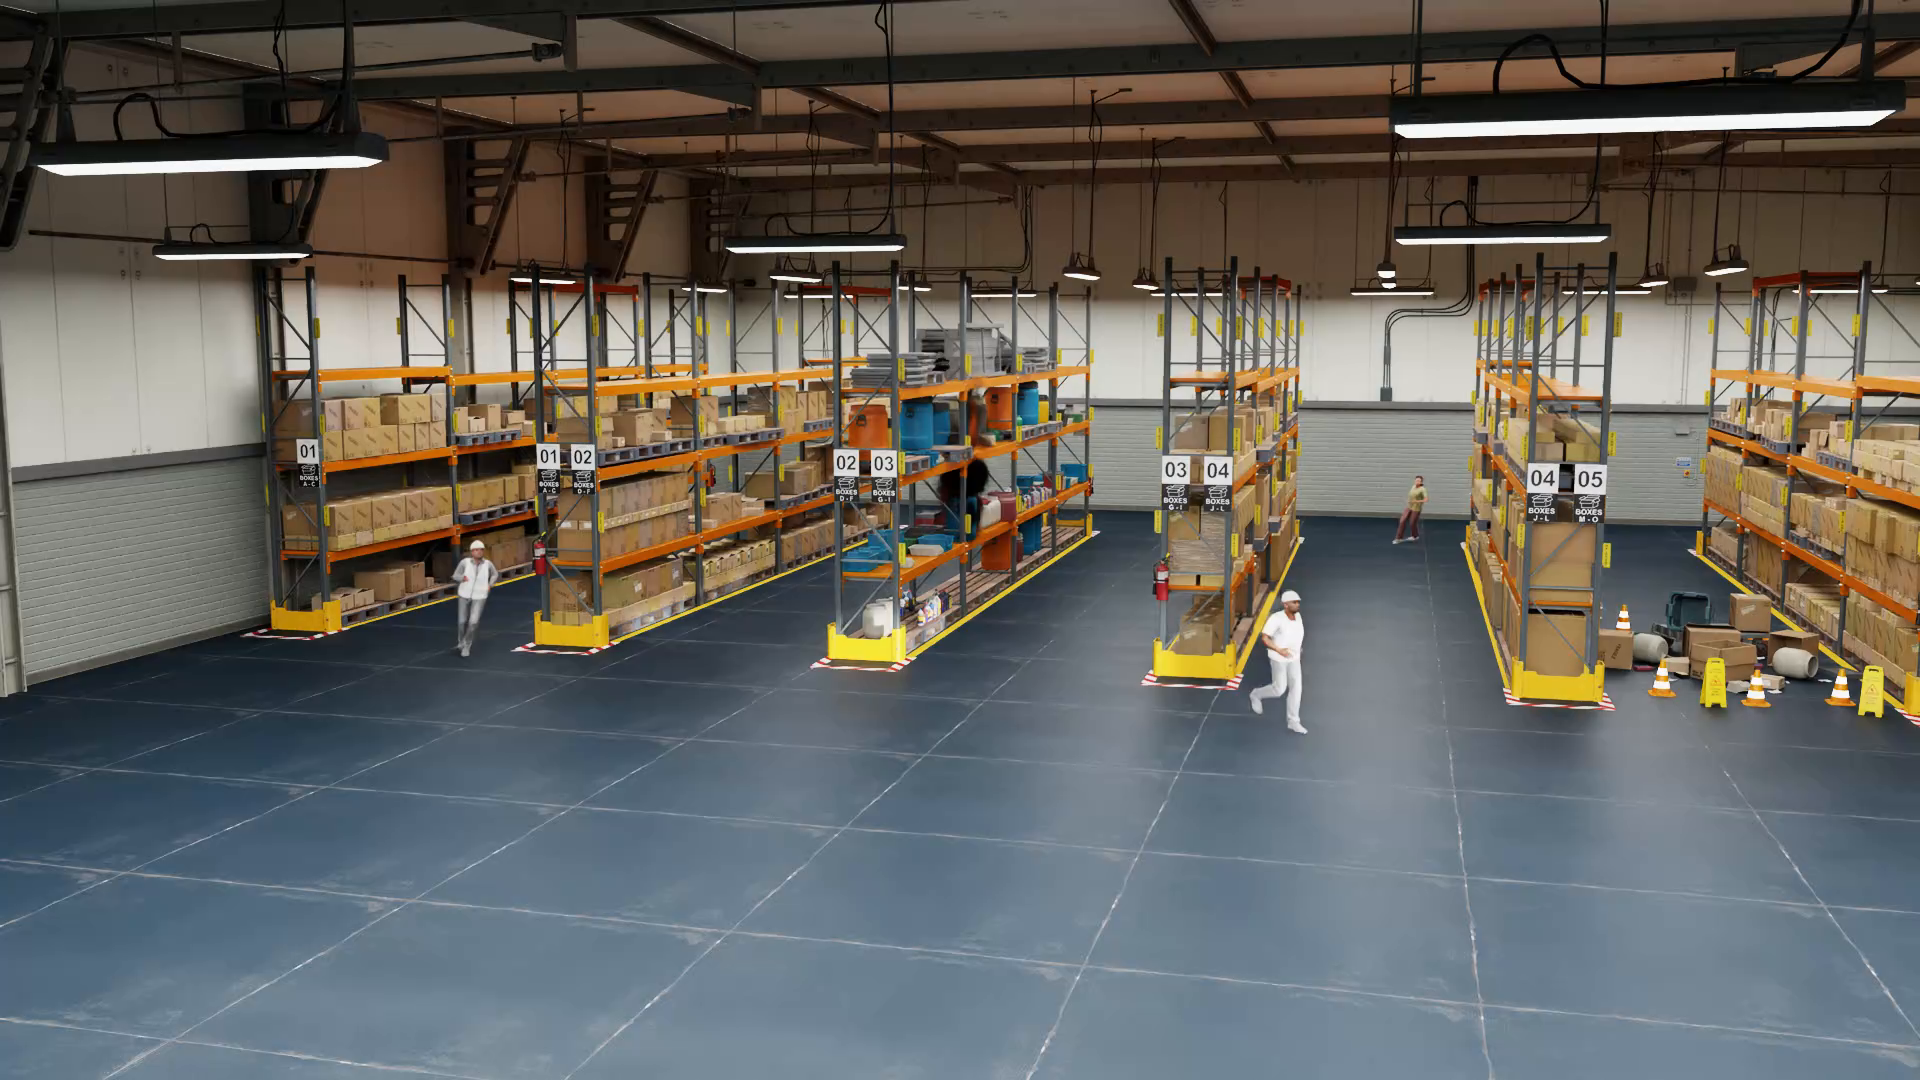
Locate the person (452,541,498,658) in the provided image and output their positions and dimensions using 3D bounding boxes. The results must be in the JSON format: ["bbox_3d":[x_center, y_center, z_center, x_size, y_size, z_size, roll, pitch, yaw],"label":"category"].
[{"bbox_3d":[-7.486,0.896,25.678,0.671,1.794,0.719,-1,7,-9],"label":"person"}]

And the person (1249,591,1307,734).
[{"bbox_3d":[4.054,1.497,20.927,0.726,1.754,0.945,-6,9,-39],"label":"person"}]

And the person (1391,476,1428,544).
[{"bbox_3d":[10.592,-0.698,38.733,0.819,1.646,0.732,-6,9,-39],"label":"person"}]
